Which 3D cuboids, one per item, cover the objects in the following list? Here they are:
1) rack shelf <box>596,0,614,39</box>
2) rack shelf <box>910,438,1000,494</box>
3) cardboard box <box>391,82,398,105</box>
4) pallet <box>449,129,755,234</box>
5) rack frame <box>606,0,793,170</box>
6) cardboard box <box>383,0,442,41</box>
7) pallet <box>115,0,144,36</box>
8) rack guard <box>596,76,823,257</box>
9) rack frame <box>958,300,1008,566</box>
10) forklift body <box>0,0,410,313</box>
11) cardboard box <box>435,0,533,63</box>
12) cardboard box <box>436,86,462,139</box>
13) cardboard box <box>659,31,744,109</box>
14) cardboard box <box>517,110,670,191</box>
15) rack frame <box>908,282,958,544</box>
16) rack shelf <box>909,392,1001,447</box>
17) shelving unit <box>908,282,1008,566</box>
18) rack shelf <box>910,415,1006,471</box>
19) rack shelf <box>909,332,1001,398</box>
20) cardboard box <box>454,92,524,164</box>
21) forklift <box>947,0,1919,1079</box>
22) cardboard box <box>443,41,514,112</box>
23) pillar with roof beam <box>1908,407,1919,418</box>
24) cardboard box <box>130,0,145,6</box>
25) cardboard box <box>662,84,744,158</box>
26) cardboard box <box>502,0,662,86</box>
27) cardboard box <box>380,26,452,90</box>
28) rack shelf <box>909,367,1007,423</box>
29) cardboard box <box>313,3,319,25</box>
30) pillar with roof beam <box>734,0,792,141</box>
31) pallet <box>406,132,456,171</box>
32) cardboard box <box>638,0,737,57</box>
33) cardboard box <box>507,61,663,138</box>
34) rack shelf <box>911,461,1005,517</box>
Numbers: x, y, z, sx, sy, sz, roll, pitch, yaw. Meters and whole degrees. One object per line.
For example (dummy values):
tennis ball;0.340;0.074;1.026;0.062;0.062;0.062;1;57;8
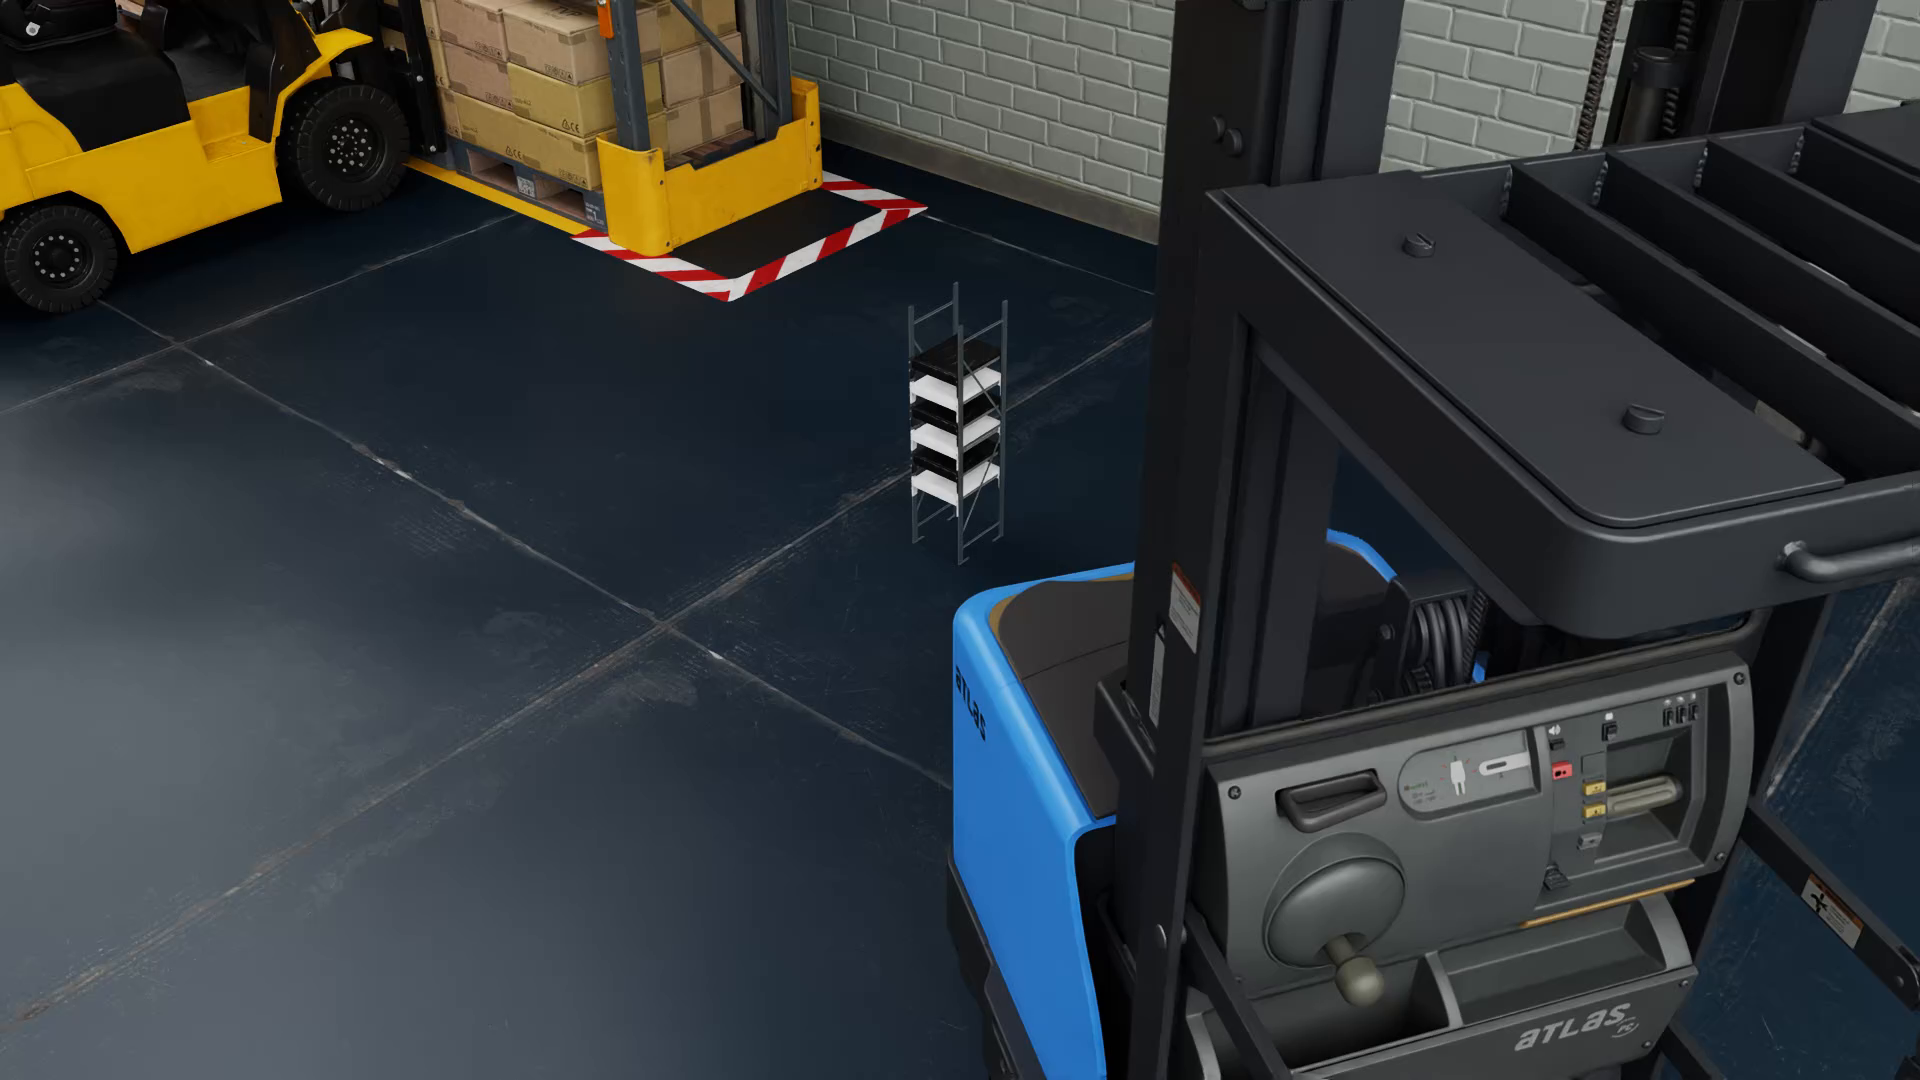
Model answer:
rack shelf;-2.723;-3.277;8.508;4.000;0.370;1.077;25;42;32
rack shelf;-0.006;-0.272;5.569;0.200;0.077;0.258;25;42;32
cardboard box;-2.918;-2.469;8.754;0.500;0.250;0.500;27;43;33
pallet;-1.801;-1.959;8.415;1.213;0.211;1.003;25;42;32
rack frame;-1.186;-2.849;7.249;0.127;3.000;1.000;25;42;32
cardboard box;-2.530;-2.693;8.196;0.500;0.250;0.500;26;42;32
pallet;-4.852;-3.399;10.512;1.213;0.211;1.003;25;42;32
rack guard;-1.168;-1.810;7.944;0.348;0.500;1.175;25;42;32
rack frame;0.072;-0.337;5.446;0.006;0.900;0.240;25;42;32
forklift body;-3.811;-2.393;7.334;1.214;2.155;2.313;25;42;32
cardboard box;-2.136;-2.515;7.937;0.500;0.250;0.500;26;42;33
cardboard box;-2.504;-2.291;8.494;0.500;0.250;0.500;26;42;32
cardboard box;-1.415;-2.356;8.147;0.500;0.250;0.500;26;42;33
cardboard box;-1.750;-1.922;7.956;0.500;0.250;0.500;26;42;32
rack frame;-0.084;-0.411;5.553;0.006;0.900;0.240;25;42;32
rack shelf;-0.006;-0.421;5.467;0.200;0.077;0.258;25;42;32
shelving unit;-0.006;-0.374;5.500;0.210;0.900;0.258;25;42;32
rack shelf;-0.006;-0.346;5.518;0.200;0.077;0.258;25;42;32
rack shelf;-0.006;-0.569;5.366;0.200;0.077;0.258;25;42;32
cardboard box;-2.126;-2.106;8.225;0.500;0.250;0.500;25;42;32
forklift;0.895;0.510;2.419;1.130;2.935;3.031;-10;36;-14
cardboard box;-2.139;-2.322;8.097;0.500;0.250;0.500;25;42;31
pillar with roof beam;0.712;-1.920;0.597;0.400;9.000;9.100;25;42;32
cardboard box;-4.669;-3.676;10.180;0.625;0.625;0.875;27;43;34
cardboard box;-1.439;-2.152;8.292;0.500;0.250;0.500;25;42;32
cardboard box;-1.740;-2.332;7.671;0.500;0.250;0.500;27;43;33
cardboard box;-2.549;-2.499;8.356;0.500;0.250;0.500;24;41;31
rack shelf;-0.006;-0.495;5.417;0.200;0.077;0.258;25;42;32
cardboard box;-3.319;-2.866;8.889;0.500;0.250;0.500;25;42;31
pillar with roof beam;-3.899;-4.094;3.762;0.400;9.000;9.100;25;42;32
pallet;-2.734;-2.401;9.059;1.213;0.211;1.003;25;42;32
cardboard box;-1.435;-2.558;7.999;0.500;0.250;0.500;25;41;31
cardboard box;-1.760;-2.135;7.826;0.500;0.250;0.500;25;41;31
rack shelf;-0.006;-0.198;5.620;0.200;0.077;0.258;25;42;32
